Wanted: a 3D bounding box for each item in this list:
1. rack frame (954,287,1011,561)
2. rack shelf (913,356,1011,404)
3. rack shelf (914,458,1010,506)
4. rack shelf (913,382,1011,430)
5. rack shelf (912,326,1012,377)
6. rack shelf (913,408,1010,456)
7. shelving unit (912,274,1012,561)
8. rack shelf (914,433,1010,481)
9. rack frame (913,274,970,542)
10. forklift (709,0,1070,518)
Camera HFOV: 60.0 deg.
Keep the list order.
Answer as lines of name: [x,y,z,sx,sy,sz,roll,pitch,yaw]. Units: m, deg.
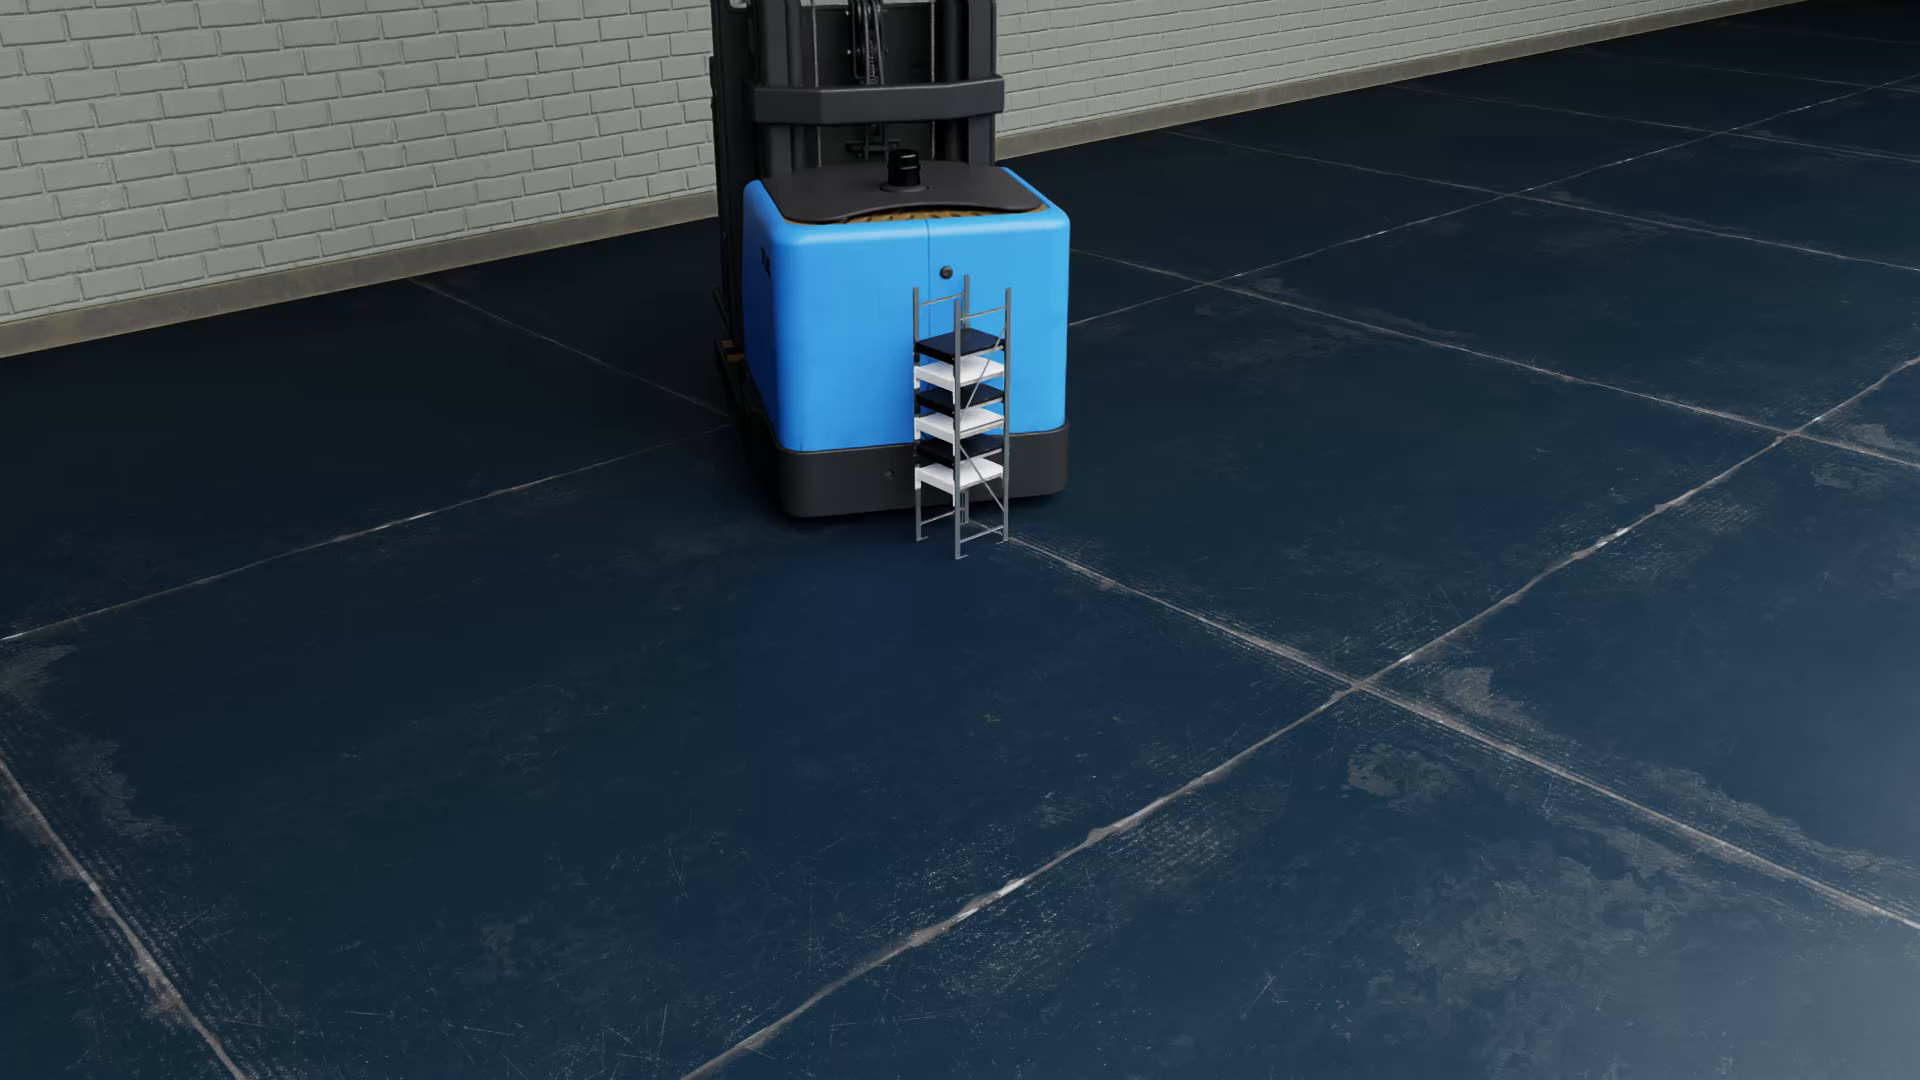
rack frame: [0.073,-0.374,5.483,0.240,0.900,0.006,-20,31,-37]
rack shelf: [0.007,-0.539,5.492,0.258,0.077,0.200,-20,31,-37]
rack shelf: [0.006,-0.211,5.641,0.258,0.077,0.200,-20,31,-37]
rack shelf: [0.007,-0.457,5.530,0.258,0.077,0.200,-20,31,-37]
rack shelf: [0.007,-0.621,5.455,0.258,0.077,0.200,-20,31,-37]
rack shelf: [0.006,-0.375,5.567,0.258,0.077,0.200,-20,31,-37]
shelving unit: [0.006,-0.405,5.553,0.258,0.900,0.210,-20,31,-37]
rack shelf: [0.006,-0.293,5.604,0.258,0.077,0.200,-20,31,-37]
rack frame: [-0.061,-0.437,5.623,0.240,0.900,0.006,-20,31,-37]
forklift: [-0.458,-1.998,6.597,1.130,2.935,3.031,-6,25,-12]
